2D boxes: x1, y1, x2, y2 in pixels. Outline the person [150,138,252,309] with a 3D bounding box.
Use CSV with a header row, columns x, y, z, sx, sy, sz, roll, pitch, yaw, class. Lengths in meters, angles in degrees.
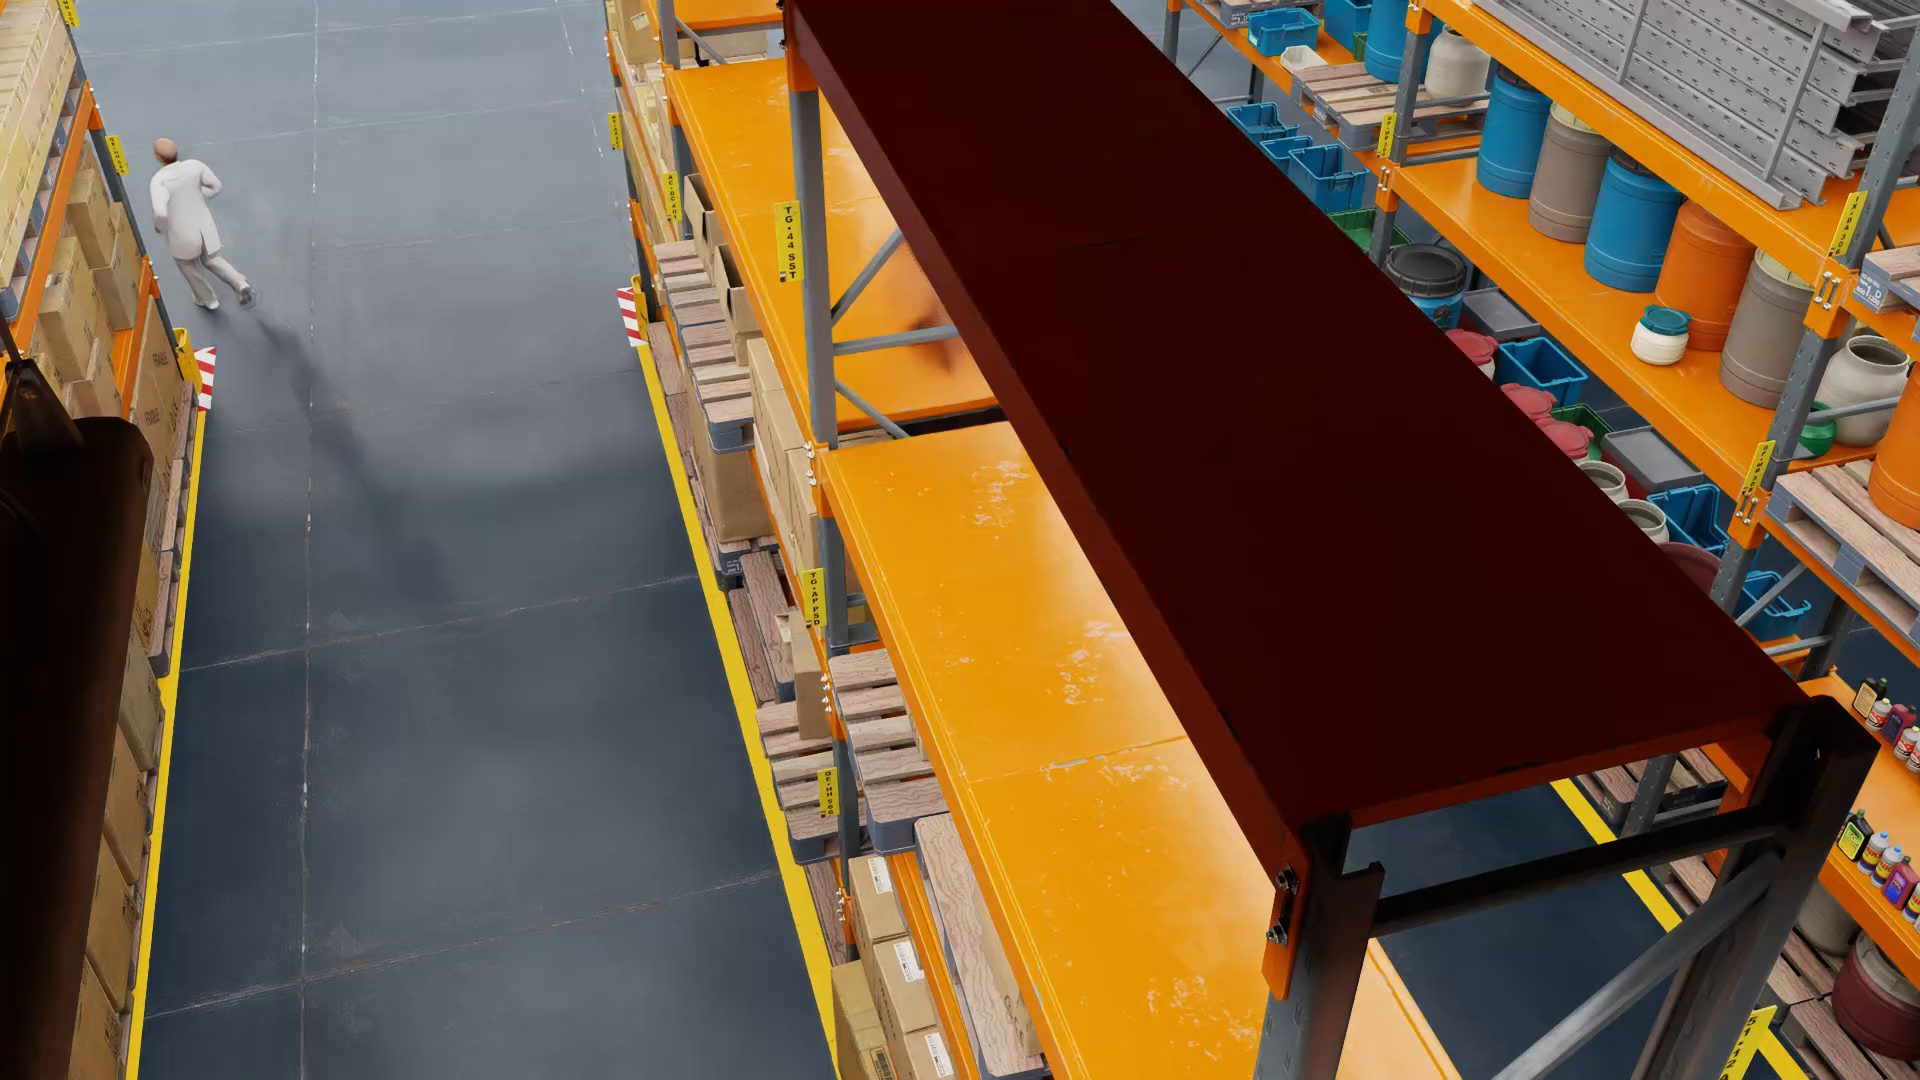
x,y,z,sx,sy,sz,roll,pitch,yaw,class
-6.890,-2.781,14.944,0.935,1.765,0.732,24,44,27,person
